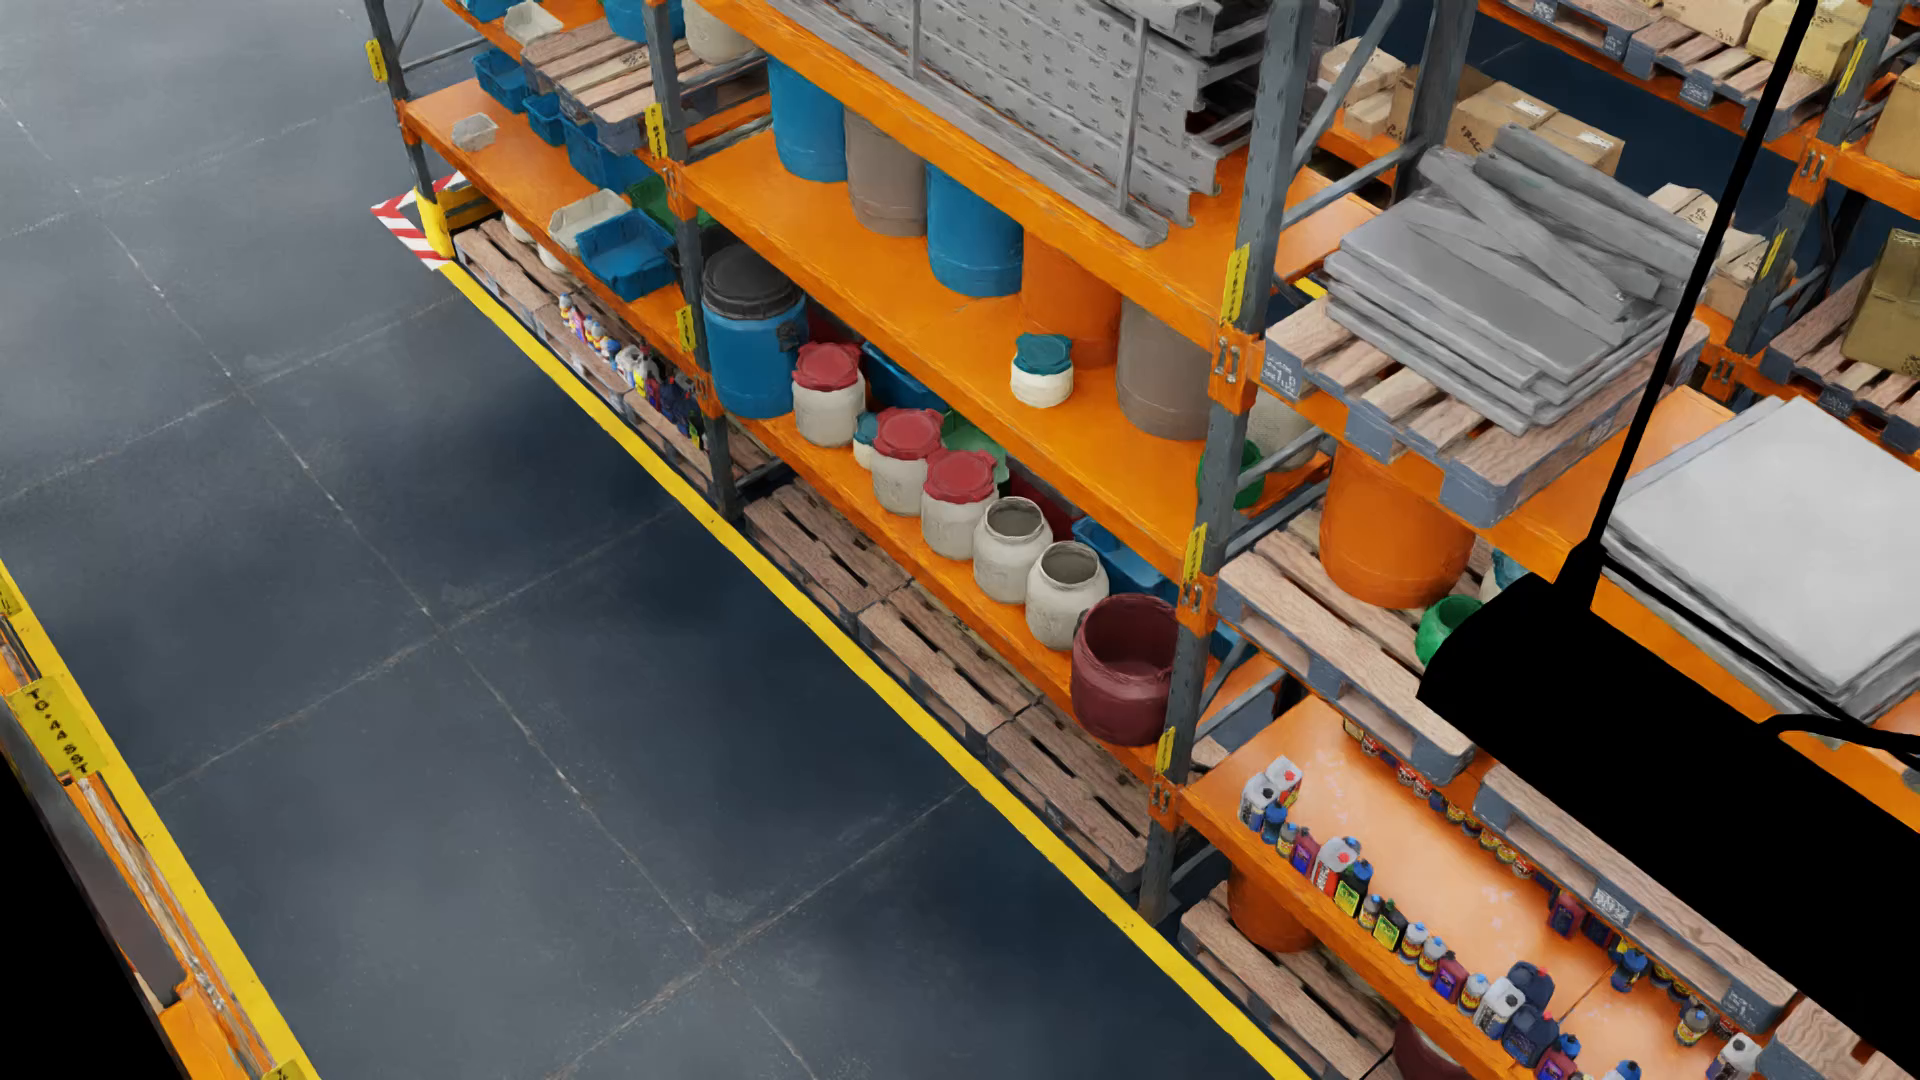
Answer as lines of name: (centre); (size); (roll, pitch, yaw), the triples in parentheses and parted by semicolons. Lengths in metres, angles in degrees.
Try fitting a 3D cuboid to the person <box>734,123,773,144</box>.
person: (-1.446, -2.937, 12.629); (0.481, 1.621, 0.997); (-24, 51, -21)
